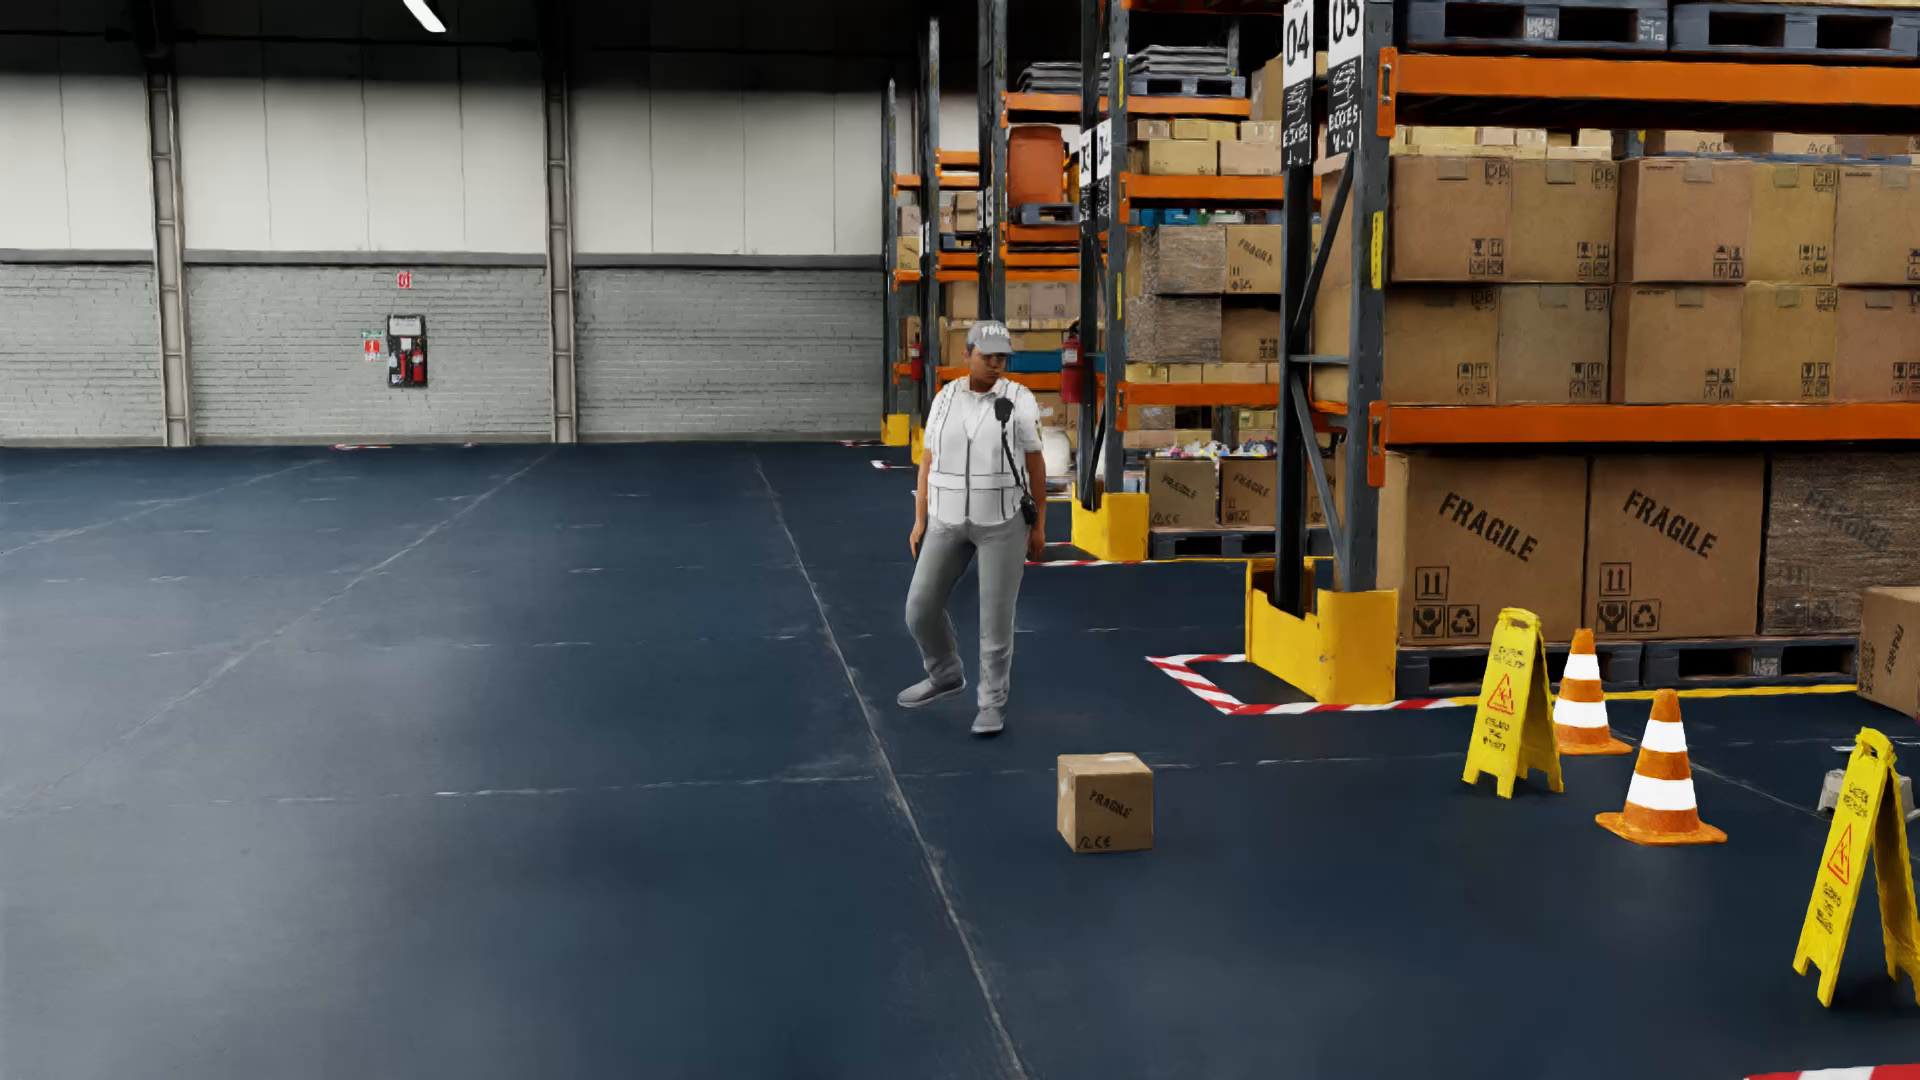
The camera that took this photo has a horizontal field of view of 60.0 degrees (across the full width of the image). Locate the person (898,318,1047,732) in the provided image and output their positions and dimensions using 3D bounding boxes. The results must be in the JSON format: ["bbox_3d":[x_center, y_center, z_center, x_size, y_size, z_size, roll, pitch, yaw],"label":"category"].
[{"bbox_3d":[0.021,-0.063,6.749,0.667,1.656,0.469,2,7,17],"label":"person"}]
